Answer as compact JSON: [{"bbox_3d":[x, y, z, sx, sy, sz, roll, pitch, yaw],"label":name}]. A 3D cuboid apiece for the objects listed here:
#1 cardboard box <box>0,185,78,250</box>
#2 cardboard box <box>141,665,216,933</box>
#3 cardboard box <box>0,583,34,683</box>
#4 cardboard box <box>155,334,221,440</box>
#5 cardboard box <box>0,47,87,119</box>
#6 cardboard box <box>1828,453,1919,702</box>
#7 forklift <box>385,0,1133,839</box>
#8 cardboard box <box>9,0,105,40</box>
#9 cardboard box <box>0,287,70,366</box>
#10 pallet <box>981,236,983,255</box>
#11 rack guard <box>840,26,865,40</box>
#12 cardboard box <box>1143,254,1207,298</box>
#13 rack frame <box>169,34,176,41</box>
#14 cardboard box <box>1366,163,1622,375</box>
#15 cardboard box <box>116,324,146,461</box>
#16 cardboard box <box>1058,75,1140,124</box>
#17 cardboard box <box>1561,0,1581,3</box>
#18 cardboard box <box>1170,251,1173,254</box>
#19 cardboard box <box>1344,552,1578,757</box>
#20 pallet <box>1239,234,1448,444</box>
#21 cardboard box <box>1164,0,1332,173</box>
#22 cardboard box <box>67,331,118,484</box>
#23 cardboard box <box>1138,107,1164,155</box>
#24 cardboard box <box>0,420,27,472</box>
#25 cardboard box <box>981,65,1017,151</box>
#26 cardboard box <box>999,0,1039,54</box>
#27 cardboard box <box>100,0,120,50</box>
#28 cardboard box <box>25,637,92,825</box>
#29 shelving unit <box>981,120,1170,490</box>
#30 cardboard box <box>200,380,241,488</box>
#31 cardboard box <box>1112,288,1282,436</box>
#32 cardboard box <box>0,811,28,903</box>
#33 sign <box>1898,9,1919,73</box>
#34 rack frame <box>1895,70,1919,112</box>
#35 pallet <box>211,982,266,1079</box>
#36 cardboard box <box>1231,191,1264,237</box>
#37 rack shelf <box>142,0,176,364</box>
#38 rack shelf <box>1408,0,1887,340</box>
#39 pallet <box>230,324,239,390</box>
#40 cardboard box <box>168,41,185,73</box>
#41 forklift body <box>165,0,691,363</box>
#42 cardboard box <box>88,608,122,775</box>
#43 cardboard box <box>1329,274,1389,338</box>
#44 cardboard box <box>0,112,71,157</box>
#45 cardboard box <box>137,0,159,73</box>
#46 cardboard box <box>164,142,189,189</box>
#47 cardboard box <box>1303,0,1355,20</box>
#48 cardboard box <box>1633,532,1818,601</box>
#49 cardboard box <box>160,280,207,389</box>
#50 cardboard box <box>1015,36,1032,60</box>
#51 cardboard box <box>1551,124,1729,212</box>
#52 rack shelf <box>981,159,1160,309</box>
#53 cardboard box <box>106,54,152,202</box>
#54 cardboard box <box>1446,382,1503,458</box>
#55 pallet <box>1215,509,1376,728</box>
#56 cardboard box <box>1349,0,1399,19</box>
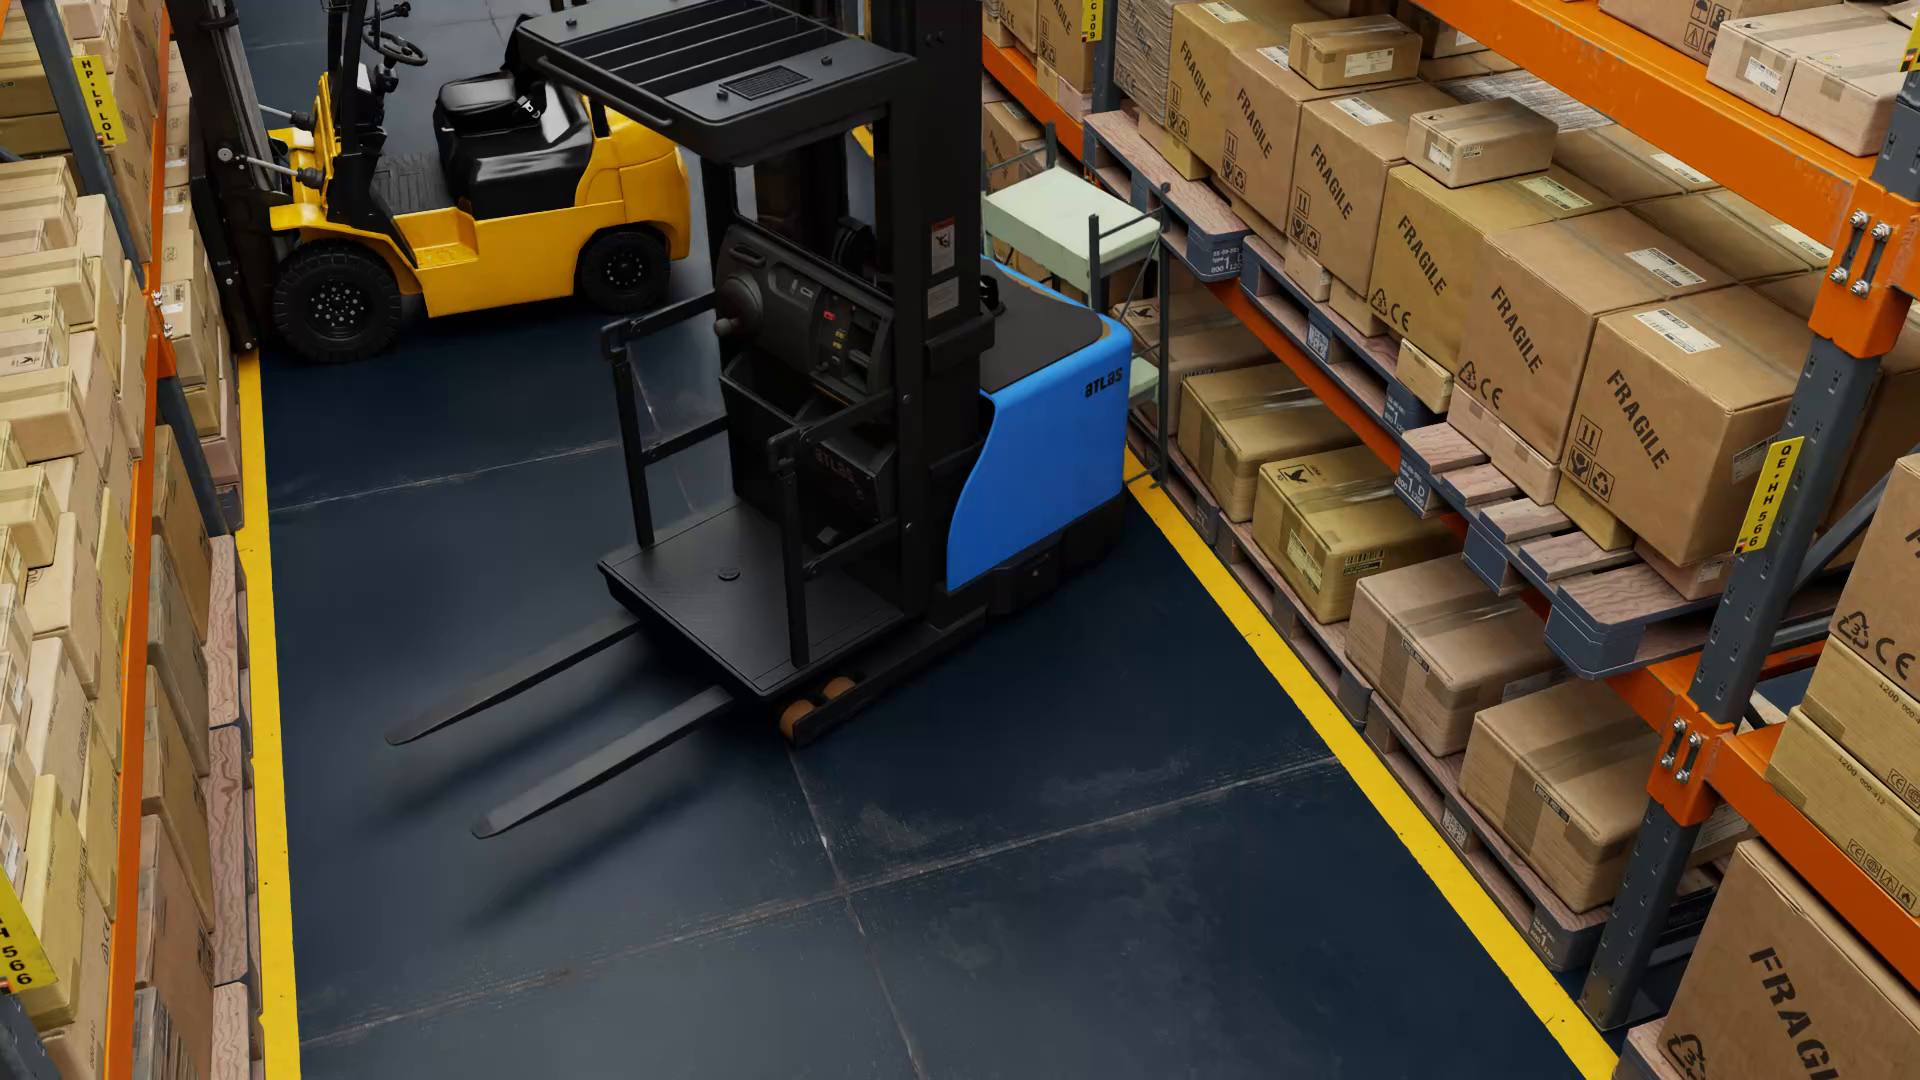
[{"bbox_3d":[-3.152,-1.031,5.503,0.380,0.149,0.250,-13,39,-17],"label":"cardboard box"},{"bbox_3d":[-2.874,0.917,5.165,0.875,0.625,0.625,-14,39,-18],"label":"cardboard box"},{"bbox_3d":[-2.348,0.263,3.785,0.380,0.149,0.250,-12,39,-15],"label":"cardboard box"},{"bbox_3d":[-3.461,-0.627,7.110,0.500,0.250,0.500,-13,39,-16],"label":"cardboard box"},{"bbox_3d":[-3.415,-1.680,6.118,0.380,0.149,0.250,-12,39,-15],"label":"cardboard box"},{"bbox_3d":[2.392,0.099,3.711,0.500,0.500,0.500,-14,39,-17],"label":"cardboard box"},{"bbox_3d":[-0.722,-0.759,5.822,3.031,2.935,1.130,-29,46,-33],"label":"forklift"},{"bbox_3d":[-3.678,-2.118,6.699,0.380,0.149,0.250,-12,39,-15],"label":"cardboard box"},{"bbox_3d":[-2.871,-0.600,4.931,0.380,0.149,0.250,-13,39,-17],"label":"cardboard box"},{"bbox_3d":[0.387,-1.999,9.729,1.003,0.211,1.213,-12,39,-16],"label":"pallet"},{"bbox_3d":[-0.275,-3.269,11.174,1.175,0.500,0.348,-12,39,-16],"label":"rack guard"},{"bbox_3d":[1.126,-1.509,8.697,0.500,0.250,0.500,-14,39,-18],"label":"cardboard box"},{"bbox_3d":[-4.961,-3.280,9.112,1.000,3.000,0.127,-12,39,-16],"label":"rack frame"},{"bbox_3d":[1.671,-0.891,5.261,0.500,0.500,0.500,-15,40,-19],"label":"cardboard box"},{"bbox_3d":[-2.987,-0.448,5.476,0.500,0.250,0.500,-13,39,-16],"label":"cardboard box"},{"bbox_3d":[0.678,-2.069,7.712,0.380,0.149,0.250,-13,39,-16],"label":"cardboard box"},{"bbox_3d":[1.900,-1.886,4.682,0.797,0.503,0.637,-12,39,-16],"label":"cardboard box"},{"bbox_3d":[1.126,-1.809,8.471,0.500,0.500,0.500,-11,38,-14],"label":"cardboard box"},{"bbox_3d":[2.005,0.354,6.121,0.950,0.372,0.625,-13,39,-17],"label":"cardboard box"},{"bbox_3d":[1.732,-0.824,6.010,1.003,0.211,1.213,-12,39,-16],"label":"pallet"},{"bbox_3d":[1.140,-1.770,6.427,0.500,0.500,0.500,-12,39,-16],"label":"cardboard box"},{"bbox_3d":[-2.821,-0.357,4.940,0.500,0.250,0.500,-12,39,-15],"label":"cardboard box"},{"bbox_3d":[0.969,-1.740,6.927,0.380,0.149,0.250,-12,39,-15],"label":"cardboard box"},{"bbox_3d":[-2.675,-0.155,4.341,0.380,0.149,0.250,-12,39,-16],"label":"cardboard box"},{"bbox_3d":[0.266,-2.273,9.088,0.500,0.500,0.500,-10,38,-14],"label":"cardboard box"},{"bbox_3d":[0.505,-2.698,8.009,0.500,0.500,0.500,-11,38,-14],"label":"cardboard box"},{"bbox_3d":[-3.757,-2.145,6.982,0.380,0.149,0.250,-13,39,-16],"label":"cardboard box"},{"bbox_3d":[-2.302,0.515,3.783,0.500,0.250,0.500,-11,38,-15],"label":"cardboard box"},{"bbox_3d":[0.501,-0.935,7.194,0.431,1.500,0.755,-28,45,-24],"label":"shelving unit"},{"bbox_3d":[-3.440,-0.432,7.267,0.500,0.250,0.500,-12,39,-15],"label":"cardboard box"},{"bbox_3d":[1.258,-0.873,7.751,0.950,0.372,0.625,-12,39,-15],"label":"cardboard box"},{"bbox_3d":[-2.041,0.699,3.207,0.380,0.149,0.250,-11,38,-15],"label":"cardboard box"},{"bbox_3d":[1.941,-1.084,3.274,0.100,0.325,0.005,-12,39,-16],"label":"sign"},{"bbox_3d":[2.452,-2.187,2.674,1.000,3.000,0.127,-12,39,-16],"label":"rack frame"},{"bbox_3d":[-2.454,1.880,4.579,1.003,0.211,1.213,-12,39,-16],"label":"pallet"},{"bbox_3d":[1.265,-1.299,6.341,0.380,0.149,0.250,-12,39,-15],"label":"cardboard box"},{"bbox_3d":[-4.272,-1.863,7.828,1.077,0.370,4.000,-12,39,-16],"label":"rack shelf"},{"bbox_3d":[1.763,-1.832,5.293,1.077,0.370,4.000,-12,39,-16],"label":"rack shelf"},{"bbox_3d":[-4.242,-1.055,8.475,1.003,0.211,1.213,-12,39,-16],"label":"pallet"},{"bbox_3d":[-4.509,-2.554,9.252,0.500,0.250,0.500,-11,38,-14],"label":"cardboard box"},{"bbox_3d":[-2.595,-2.248,8.447,2.313,2.155,1.214,-12,39,-16],"label":"forklift body"},{"bbox_3d":[-2.483,0.423,4.320,0.500,0.250,0.500,-14,39,-17],"label":"cardboard box"},{"bbox_3d":[1.510,-0.854,5.750,0.380,0.149,0.250,-14,39,-17],"label":"cardboard box"},{"bbox_3d":[-3.447,-1.554,6.198,0.380,0.149,0.250,-13,39,-17],"label":"cardboard box"},{"bbox_3d":[-4.198,-2.512,8.009,0.500,0.500,0.500,-13,39,-17],"label":"cardboard box"},{"bbox_3d":[-3.978,-1.696,8.113,0.500,0.250,0.500,-13,39,-17],"label":"cardboard box"},{"bbox_3d":[1.621,-1.884,6.578,0.500,0.500,0.500,-12,39,-16],"label":"cardboard box"},{"bbox_3d":[2.118,0.005,4.610,0.380,0.149,0.250,-11,38,-14],"label":"cardboard box"},{"bbox_3d":[-3.456,-0.828,6.961,0.500,0.250,0.500,-13,39,-17],"label":"cardboard box"},{"bbox_3d":[0.497,-2.515,8.305,0.380,0.149,0.250,-13,39,-17],"label":"cardboard box"},{"bbox_3d":[2.139,-1.011,5.420,0.500,0.500,0.500,-12,39,-15],"label":"cardboard box"},{"bbox_3d":[0.473,-1.232,6.942,0.431,0.370,0.720,-28,45,-24],"label":"rack shelf"},{"bbox_3d":[-3.686,-1.656,6.873,0.500,0.500,0.500,-12,39,-15],"label":"cardboard box"},{"bbox_3d":[1.750,-0.408,5.159,0.380,0.149,0.250,-14,39,-18],"label":"cardboard box"},{"bbox_3d":[1.768,0.193,6.818,1.003,0.211,1.213,-12,39,-16],"label":"pallet"},{"bbox_3d":[1.695,-2.036,6.241,0.380,0.149,0.250,-14,39,-17],"label":"cardboard box"}]
